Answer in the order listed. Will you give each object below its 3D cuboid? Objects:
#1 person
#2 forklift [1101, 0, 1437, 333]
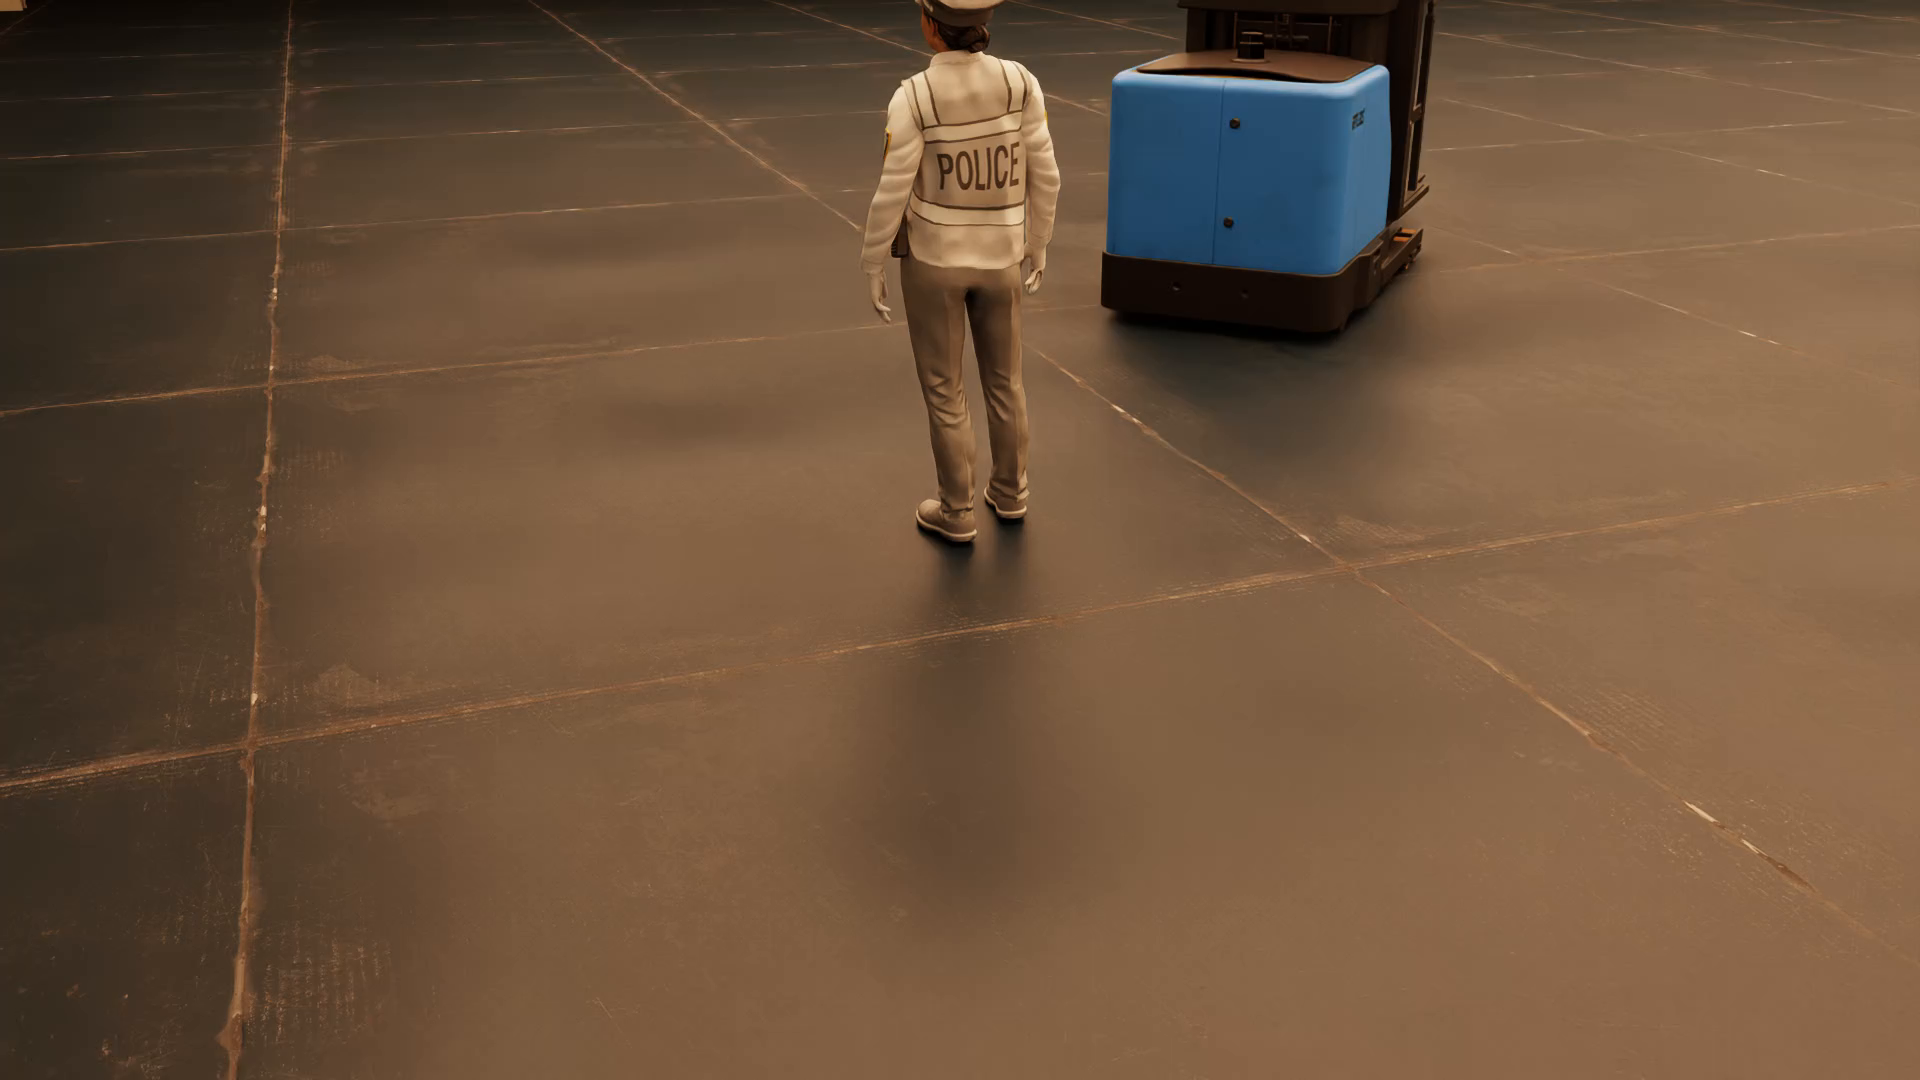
[{"bbox_3d":[-0.017,-0.813,4.810,0.586,1.694,0.531,-8,24,-18],"label":"person"},{"bbox_3d":[1.701,-2.757,7.854,1.130,2.935,3.031,10,25,23],"label":"forklift"}]
